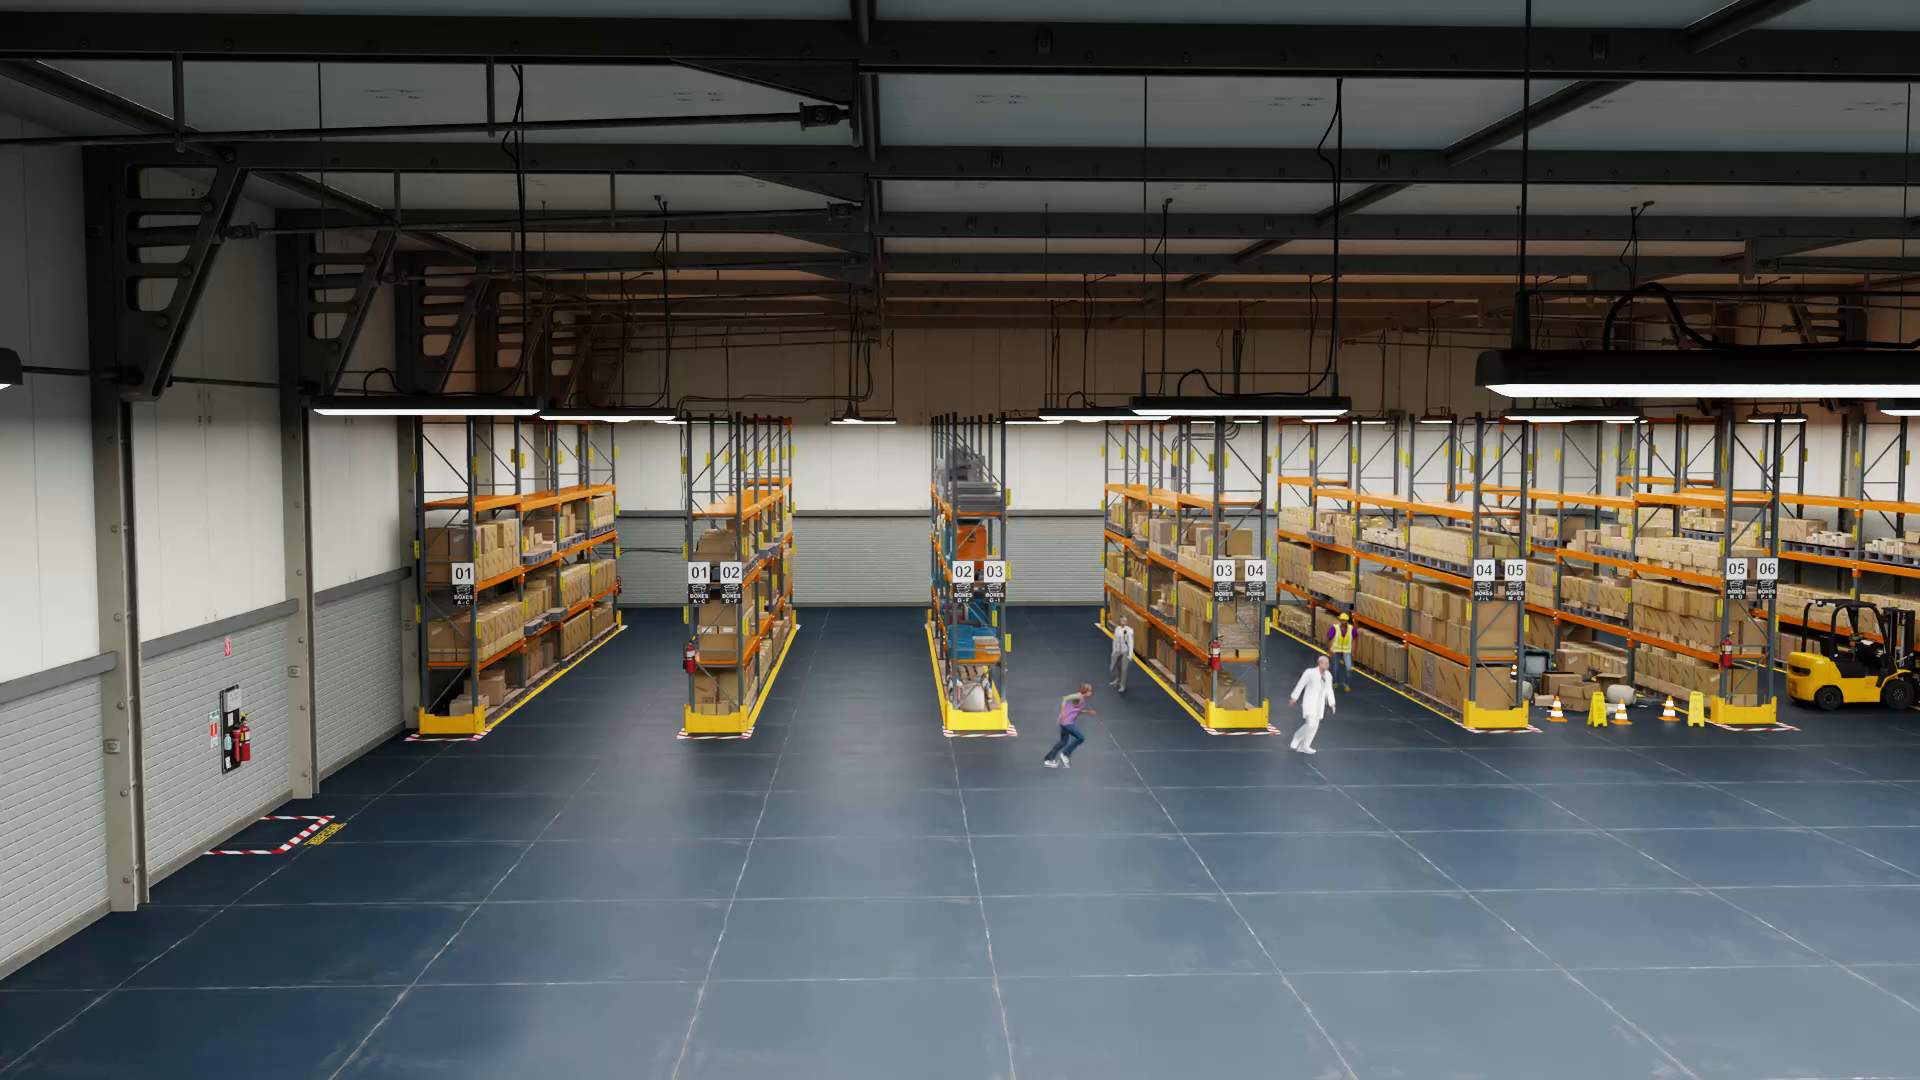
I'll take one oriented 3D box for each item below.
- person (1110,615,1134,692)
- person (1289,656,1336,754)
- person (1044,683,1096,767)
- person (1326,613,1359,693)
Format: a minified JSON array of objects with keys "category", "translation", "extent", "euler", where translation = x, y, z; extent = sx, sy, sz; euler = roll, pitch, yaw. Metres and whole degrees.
[{"category":"person","translation":[3.507,2.450,36.045],"extent":[0.603,1.699,0.475],"euler":[2,4,29]},{"category":"person","translation":[6.158,2.880,29.110],"extent":[0.730,1.740,0.595],"euler":[-2,5,-31]},{"category":"person","translation":[1.834,3.103,27.780],"extent":[0.870,1.426,0.570],"euler":[1,4,13]},{"category":"person","translation":[8.281,2.421,36.030],"extent":[0.690,1.716,0.650],"euler":[1,4,10]}]
